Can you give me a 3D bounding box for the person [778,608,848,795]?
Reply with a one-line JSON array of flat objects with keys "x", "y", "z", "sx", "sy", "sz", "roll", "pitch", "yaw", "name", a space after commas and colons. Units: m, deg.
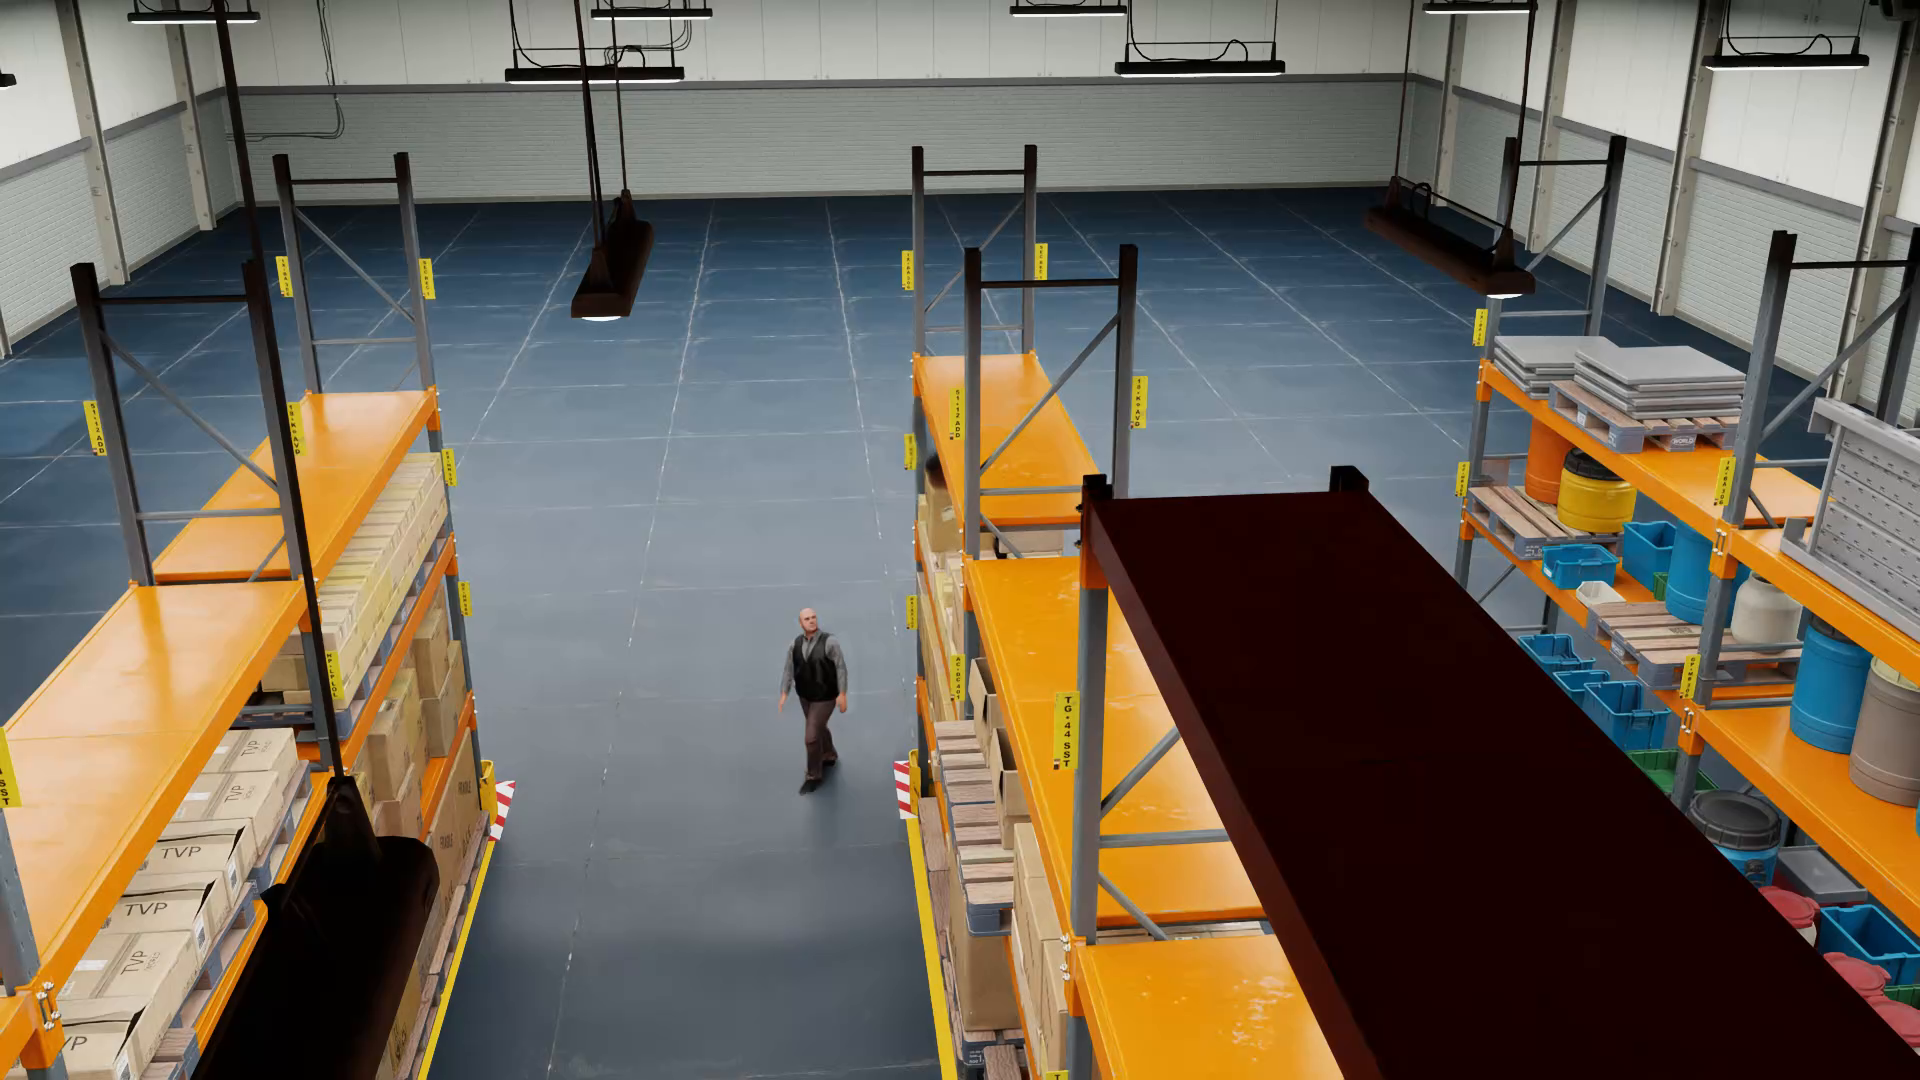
[{"x": -1.393, "y": 1.524, "z": 15.580, "sx": 0.624, "sy": 1.738, "sz": 0.684, "roll": 20, "pitch": 29, "yaw": 41, "name": "person"}]
